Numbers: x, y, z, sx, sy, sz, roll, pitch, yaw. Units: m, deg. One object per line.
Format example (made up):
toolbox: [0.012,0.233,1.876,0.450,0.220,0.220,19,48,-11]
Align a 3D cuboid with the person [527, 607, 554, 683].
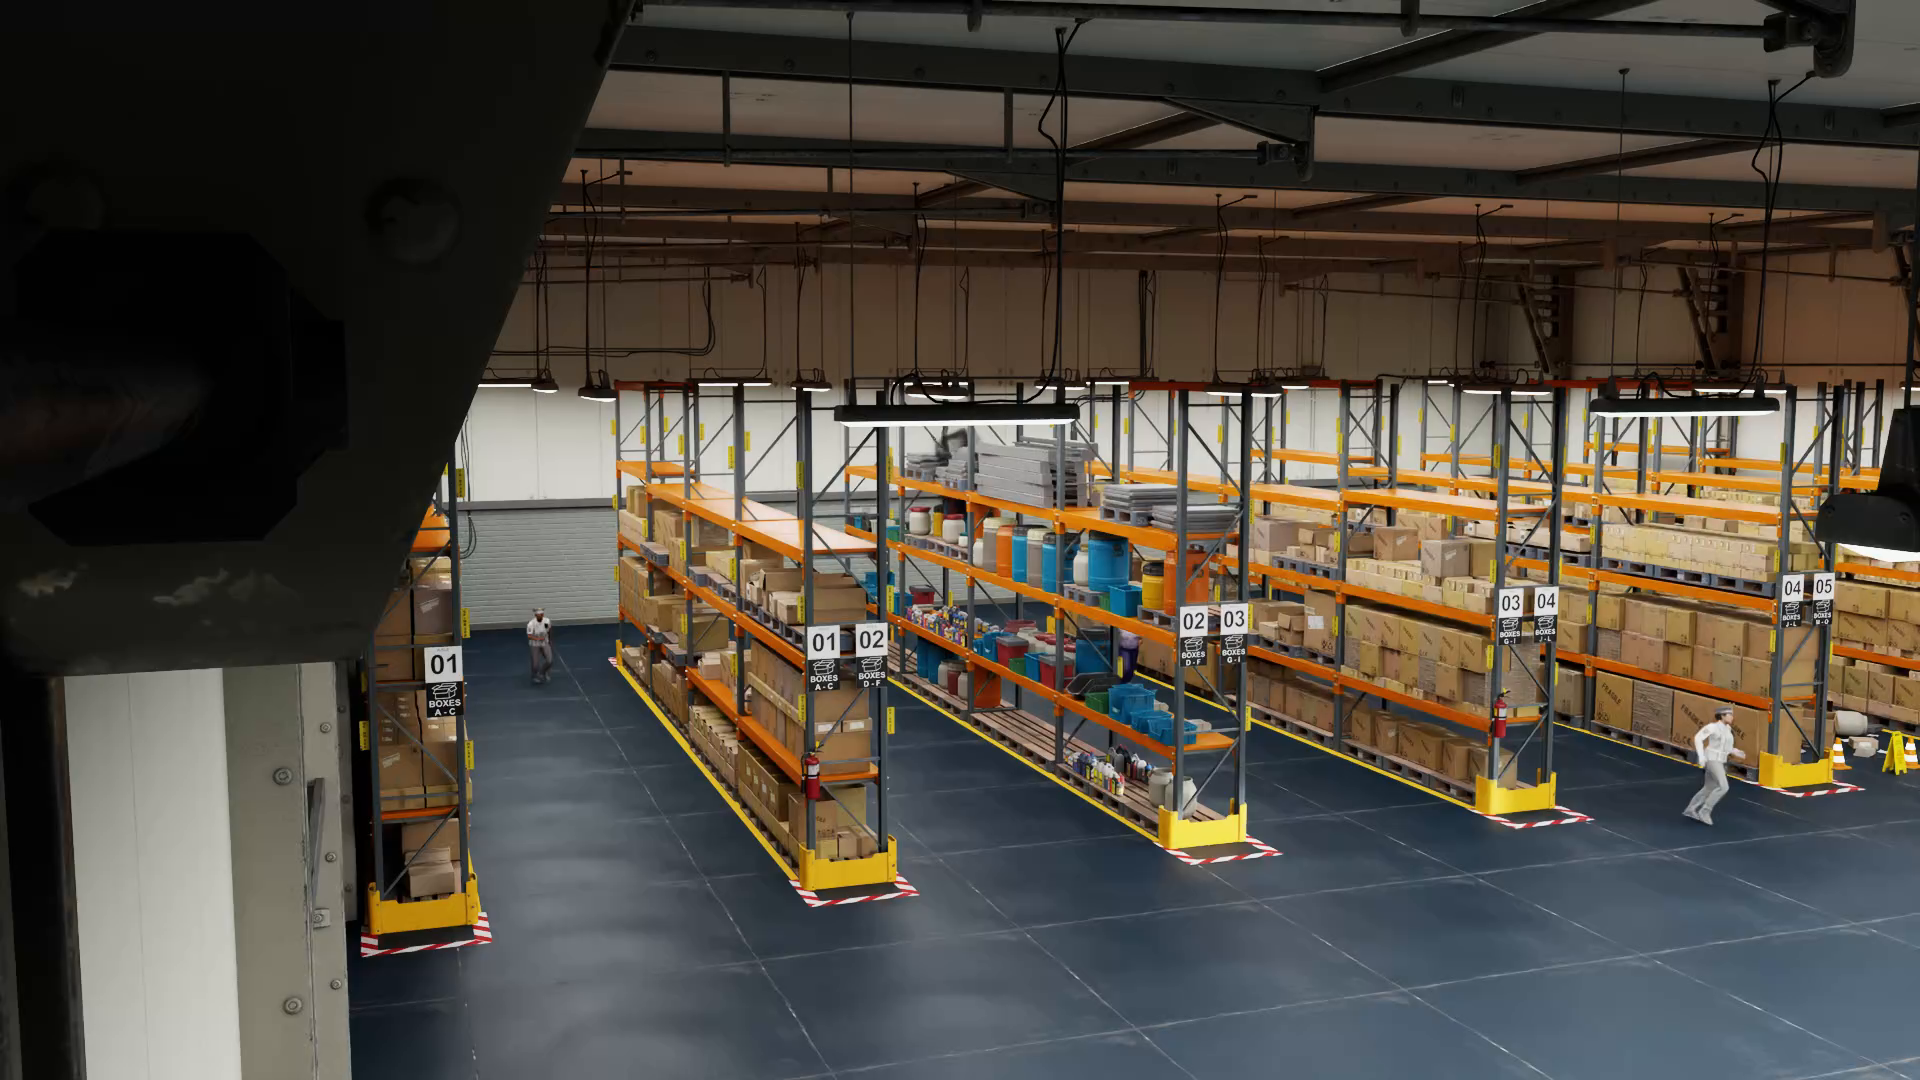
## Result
person: [-8.284,2.077,32.851,0.584,1.578,0.825,-4,7,-31]

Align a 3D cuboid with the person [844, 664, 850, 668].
person: [-2.165,2.467,28.708,0.650,1.695,0.896,-5,8,-40]

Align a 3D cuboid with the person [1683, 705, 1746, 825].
person: [10.439,3.080,22.967,0.715,1.600,0.747,6,8,44]

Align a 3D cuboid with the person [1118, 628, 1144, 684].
person: [3.237,2.182,31.701,0.526,1.656,0.783,-2,6,-16]
